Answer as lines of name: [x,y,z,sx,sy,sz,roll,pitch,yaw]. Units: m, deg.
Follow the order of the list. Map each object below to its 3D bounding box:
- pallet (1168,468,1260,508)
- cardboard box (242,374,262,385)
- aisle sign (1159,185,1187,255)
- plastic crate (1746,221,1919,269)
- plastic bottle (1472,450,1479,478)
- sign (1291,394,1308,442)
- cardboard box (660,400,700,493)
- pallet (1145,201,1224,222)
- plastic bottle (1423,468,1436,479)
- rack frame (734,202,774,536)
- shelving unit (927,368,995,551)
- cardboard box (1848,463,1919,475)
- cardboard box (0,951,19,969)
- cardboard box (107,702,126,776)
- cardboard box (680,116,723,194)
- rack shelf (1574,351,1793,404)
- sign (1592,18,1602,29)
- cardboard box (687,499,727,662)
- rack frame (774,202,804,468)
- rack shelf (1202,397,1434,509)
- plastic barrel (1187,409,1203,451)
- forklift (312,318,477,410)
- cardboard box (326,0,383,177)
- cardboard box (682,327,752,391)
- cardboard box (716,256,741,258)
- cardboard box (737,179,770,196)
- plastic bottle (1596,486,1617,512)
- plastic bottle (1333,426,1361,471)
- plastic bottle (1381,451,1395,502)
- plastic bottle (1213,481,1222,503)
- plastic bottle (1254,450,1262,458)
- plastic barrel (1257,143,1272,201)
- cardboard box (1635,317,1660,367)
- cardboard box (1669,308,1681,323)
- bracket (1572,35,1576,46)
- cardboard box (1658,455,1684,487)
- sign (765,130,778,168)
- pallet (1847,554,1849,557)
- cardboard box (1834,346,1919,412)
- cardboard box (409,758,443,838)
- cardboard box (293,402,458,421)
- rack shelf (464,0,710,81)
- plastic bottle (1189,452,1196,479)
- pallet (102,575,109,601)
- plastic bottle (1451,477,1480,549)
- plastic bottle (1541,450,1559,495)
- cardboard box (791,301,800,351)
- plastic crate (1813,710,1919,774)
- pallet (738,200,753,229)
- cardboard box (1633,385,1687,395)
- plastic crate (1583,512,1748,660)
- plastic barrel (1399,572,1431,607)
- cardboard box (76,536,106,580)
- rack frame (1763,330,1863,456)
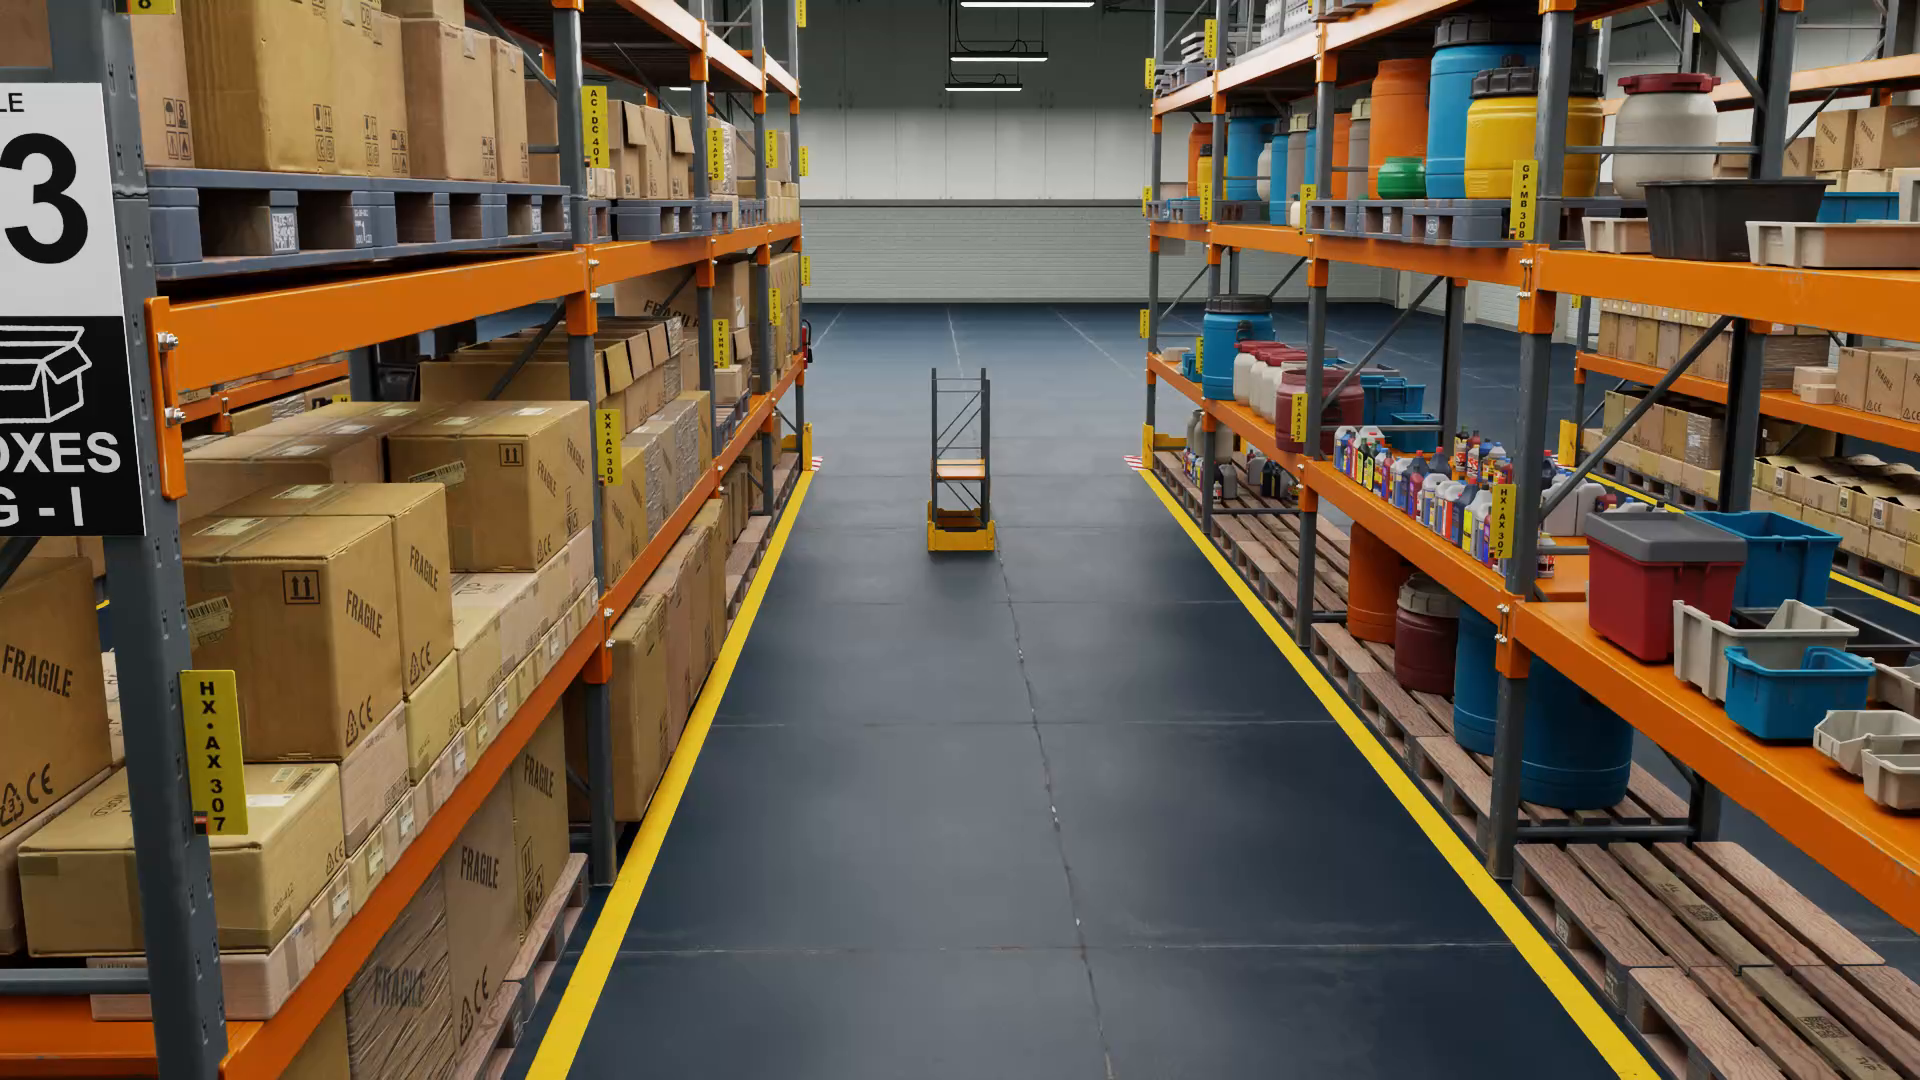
pallet: [2.739,-0.548,17.228,1.003,0.211,1.213,0,11,-1]
cardboard box: [-7.227,-1.773,15.876,0.875,0.550,0.550,0,11,-1]
aisle sign: [2.362,-3.620,18.818,0.394,0.787,0.004,0,11,-1]
plastic crate: [2.696,-0.903,5.083,0.437,0.136,0.530,0,11,-1]
plastic bottle: [3.247,-0.478,10.371,0.097,0.201,0.097,0,11,0]
sign: [2.272,-0.819,11.139,0.100,0.325,0.005,0,11,-1]
cardboard box: [-1.868,-0.575,10.096,0.500,0.500,0.500,0,11,-2]
pallet: [2.576,-3.545,17.920,1.003,0.211,1.213,0,11,-1]
plastic bottle: [2.576,-0.257,9.103,0.097,0.271,0.097,0,11,0]
rack frame: [-2.213,-1.517,14.993,1.000,3.000,0.127,0,11,-1]
shelving unit: [-0.002,-0.750,14.985,0.587,1.500,1.083,0,11,-1]
cardboard box: [8.003,-0.507,14.465,0.500,0.311,0.500,0,11,0]
cardboard box: [-2.301,0.922,3.602,0.380,0.149,0.250,0,11,0]
cardboard box: [-2.250,0.600,4.187,0.500,0.250,0.500,0,11,-2]
cardboard box: [-1.883,-2.581,11.181,0.500,0.500,0.500,0,11,-1]
rack shelf: [7.650,-1.602,17.221,1.077,0.370,4.000,0,11,-1]
sign: [7.054,-5.827,18.399,0.100,0.325,0.005,0,11,-1]
cardboard box: [-2.137,0.251,10.566,1.225,0.875,0.875,-1,11,-4]
rack frame: [-2.296,-2.312,18.912,1.000,3.000,0.127,0,11,-1]
rack shelf: [2.780,-0.787,13.205,1.077,0.370,4.000,0,11,-1]
plastic barrel: [2.746,-1.189,18.575,0.421,0.512,0.421,0,11,0]
forklift: [-4.904,-1.308,14.136,1.130,2.935,3.031,6,13,29]
cardboard box: [-1.979,-1.224,4.443,0.700,0.500,0.500,-1,12,-5]
cardboard box: [-2.085,-1.429,13.244,0.797,0.503,0.637,1,12,5]
cardboard box: [-2.542,-2.688,17.249,0.500,0.500,0.500,0,11,-1]
cardboard box: [-1.912,-3.175,14.994,0.380,0.149,0.250,-1,11,-3]
plastic bottle: [3.305,-0.141,8.504,0.061,0.283,0.133,0,11,-1]
plastic bottle: [2.507,-0.594,10.756,0.152,0.276,0.135,0,11,-1]
plastic bottle: [2.486,-0.368,9.622,0.061,0.283,0.133,0,11,-1]
plastic bottle: [2.420,-0.452,15.677,0.097,0.201,0.097,0,11,0]
plastic bottle: [3.110,-0.800,17.201,0.152,0.276,0.135,0,11,-1]
plastic barrel: [2.926,-3.355,15.168,0.421,0.512,0.421,0,11,0]
cardboard box: [7.626,-2.105,17.640,0.700,0.500,0.500,0,11,-1]
cardboard box: [7.438,-2.282,16.882,0.380,0.149,0.250,0,11,1]
bracket: [12.722,-10.436,34.813,0.235,0.232,0.430,0,11,-1]
cardboard box: [7.438,-0.705,16.851,0.500,0.250,0.500,0,11,-1]
sign: [-1.658,-3.437,14.619,0.100,0.325,0.005,0,11,-1]
pallet: [7.746,-0.044,14.746,1.003,0.211,1.213,0,11,-1]
cardboard box: [7.702,-1.349,13.911,0.500,0.500,0.500,1,11,3]
cardboard box: [-1.665,0.715,4.621,0.380,0.149,0.250,0,11,-2]
cardboard box: [-2.293,-0.270,6.590,0.500,0.500,0.500,0,11,-1]
rack shelf: [-2.089,-2.716,8.629,1.077,0.370,4.000,0,11,-1]
plastic bottle: [2.391,-0.761,17.023,0.097,0.271,0.097,0,11,0]
pallet: [-7.054,0.246,13.316,1.003,0.211,1.213,0,11,-1]
plastic bottle: [2.554,-0.141,8.334,0.144,0.351,0.185,0,11,-1]
plastic bottle: [3.248,-0.317,9.202,0.144,0.351,0.185,0,11,-1]
cardboard box: [-2.181,-2.299,17.846,0.875,0.500,0.500,0,11,-1]
plastic crate: [2.743,0.615,4.997,0.298,0.136,0.250,0,11,-1]
pallet: [-2.282,-2.566,13.090,1.213,0.211,1.003,0,11,-1]
cardboard box: [7.917,-1.473,18.747,0.500,0.500,0.500,0,11,-1]
plastic crate: [2.672,0.171,6.362,0.402,0.464,0.583,0,11,-1]
plastic barrel: [2.950,0.480,10.349,0.421,0.512,0.421,0,11,0]
cardboard box: [-7.035,-0.120,12.709,1.050,0.750,0.750,0,11,0]
rack frame: [7.691,-1.557,15.190,1.000,3.000,0.127,0,11,-1]
